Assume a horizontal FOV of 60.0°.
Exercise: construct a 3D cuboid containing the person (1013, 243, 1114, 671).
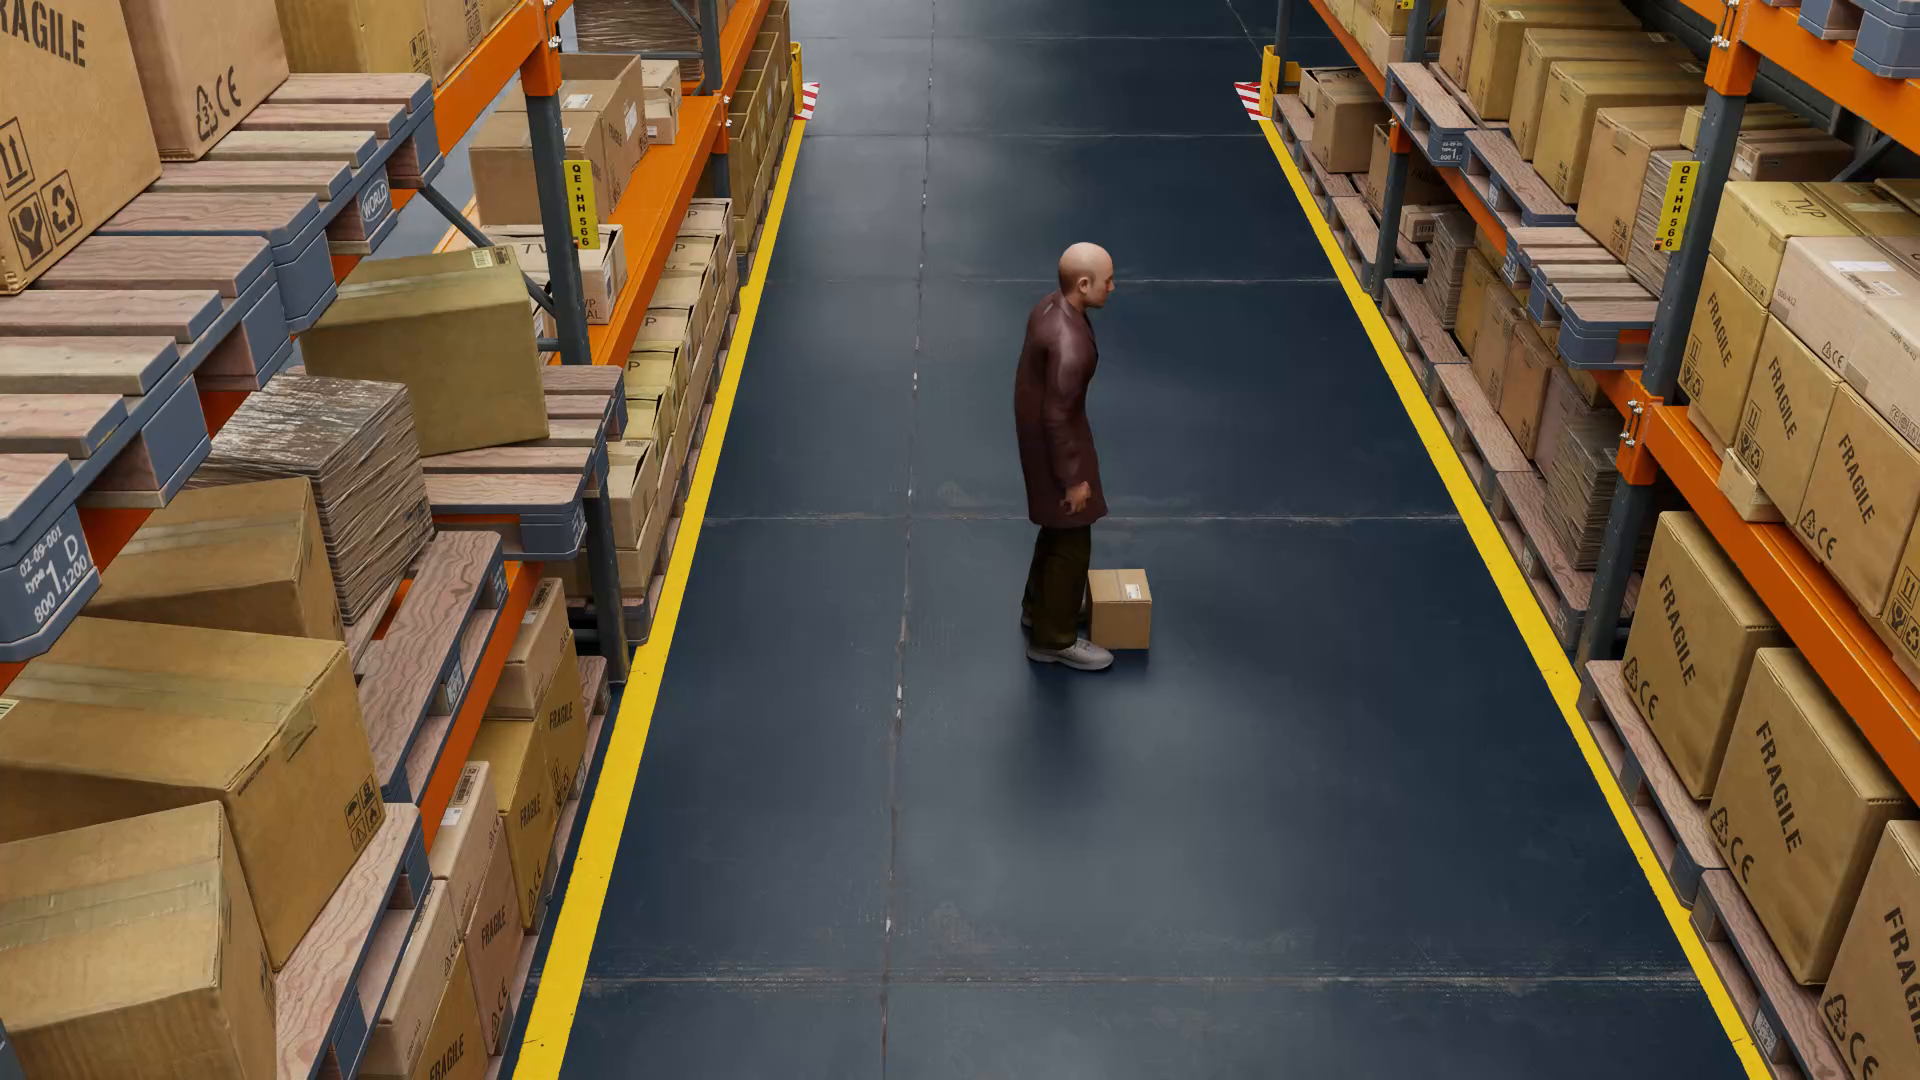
[{"bbox_3d":[0.428,-0.348,6.725,0.427,1.773,0.641,0,31,-1],"label":"person"}]
